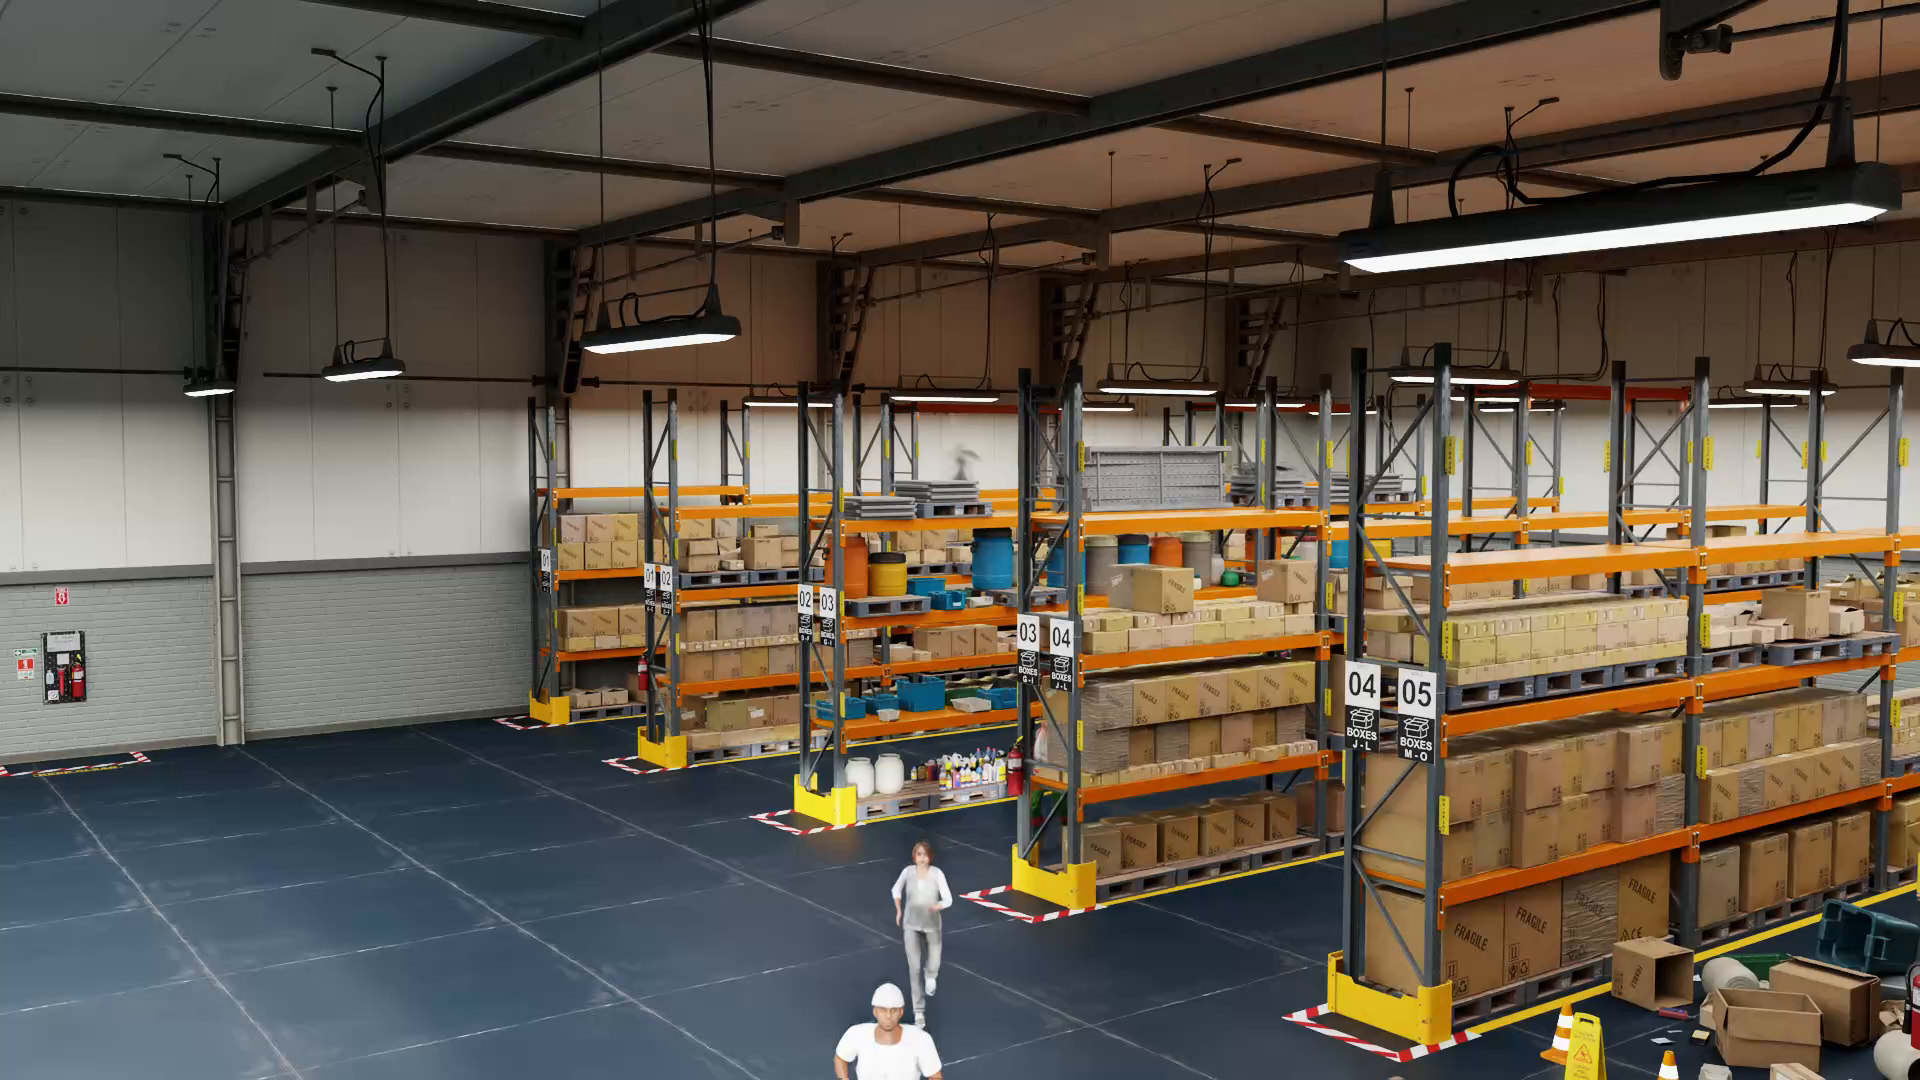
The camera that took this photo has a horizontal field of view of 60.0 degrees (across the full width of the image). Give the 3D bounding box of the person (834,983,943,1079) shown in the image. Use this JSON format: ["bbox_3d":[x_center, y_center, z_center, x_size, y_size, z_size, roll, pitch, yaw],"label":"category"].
[{"bbox_3d":[-0.455,3.670,10.503,0.699,1.768,0.924,0,3,-1],"label":"person"}]

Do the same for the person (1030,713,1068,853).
[{"bbox_3d":[1.128,3.023,21.005,0.643,1.843,0.877,2,4,33],"label":"person"}]

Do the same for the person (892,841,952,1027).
[{"bbox_3d":[-0.343,3.483,14.939,0.546,1.572,0.841,0,3,-1],"label":"person"}]
